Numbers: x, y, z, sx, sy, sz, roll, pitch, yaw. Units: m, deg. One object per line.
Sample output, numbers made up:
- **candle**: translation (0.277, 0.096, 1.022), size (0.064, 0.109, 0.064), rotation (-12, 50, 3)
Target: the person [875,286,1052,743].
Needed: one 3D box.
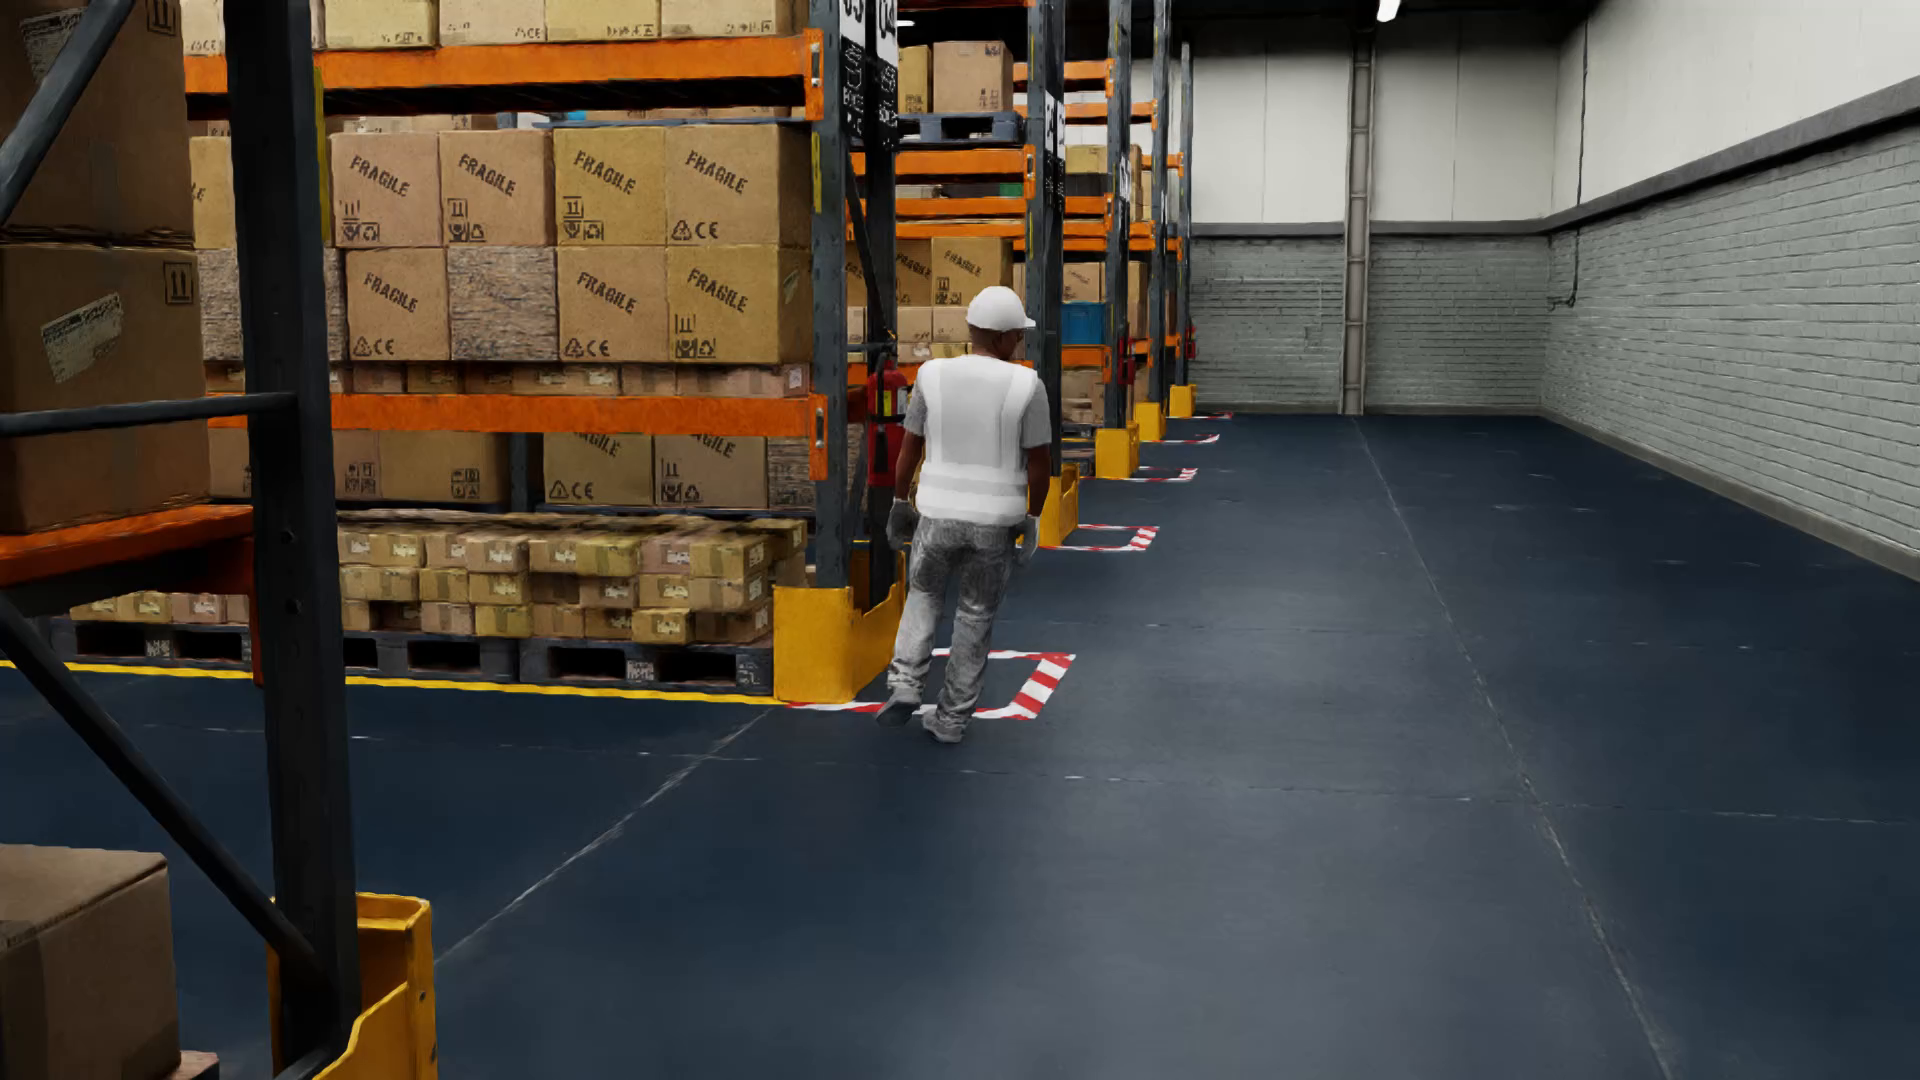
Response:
- **person**: translation (0.016, -0.087, 6.433), size (0.690, 1.772, 0.439), rotation (1, 8, 6)
